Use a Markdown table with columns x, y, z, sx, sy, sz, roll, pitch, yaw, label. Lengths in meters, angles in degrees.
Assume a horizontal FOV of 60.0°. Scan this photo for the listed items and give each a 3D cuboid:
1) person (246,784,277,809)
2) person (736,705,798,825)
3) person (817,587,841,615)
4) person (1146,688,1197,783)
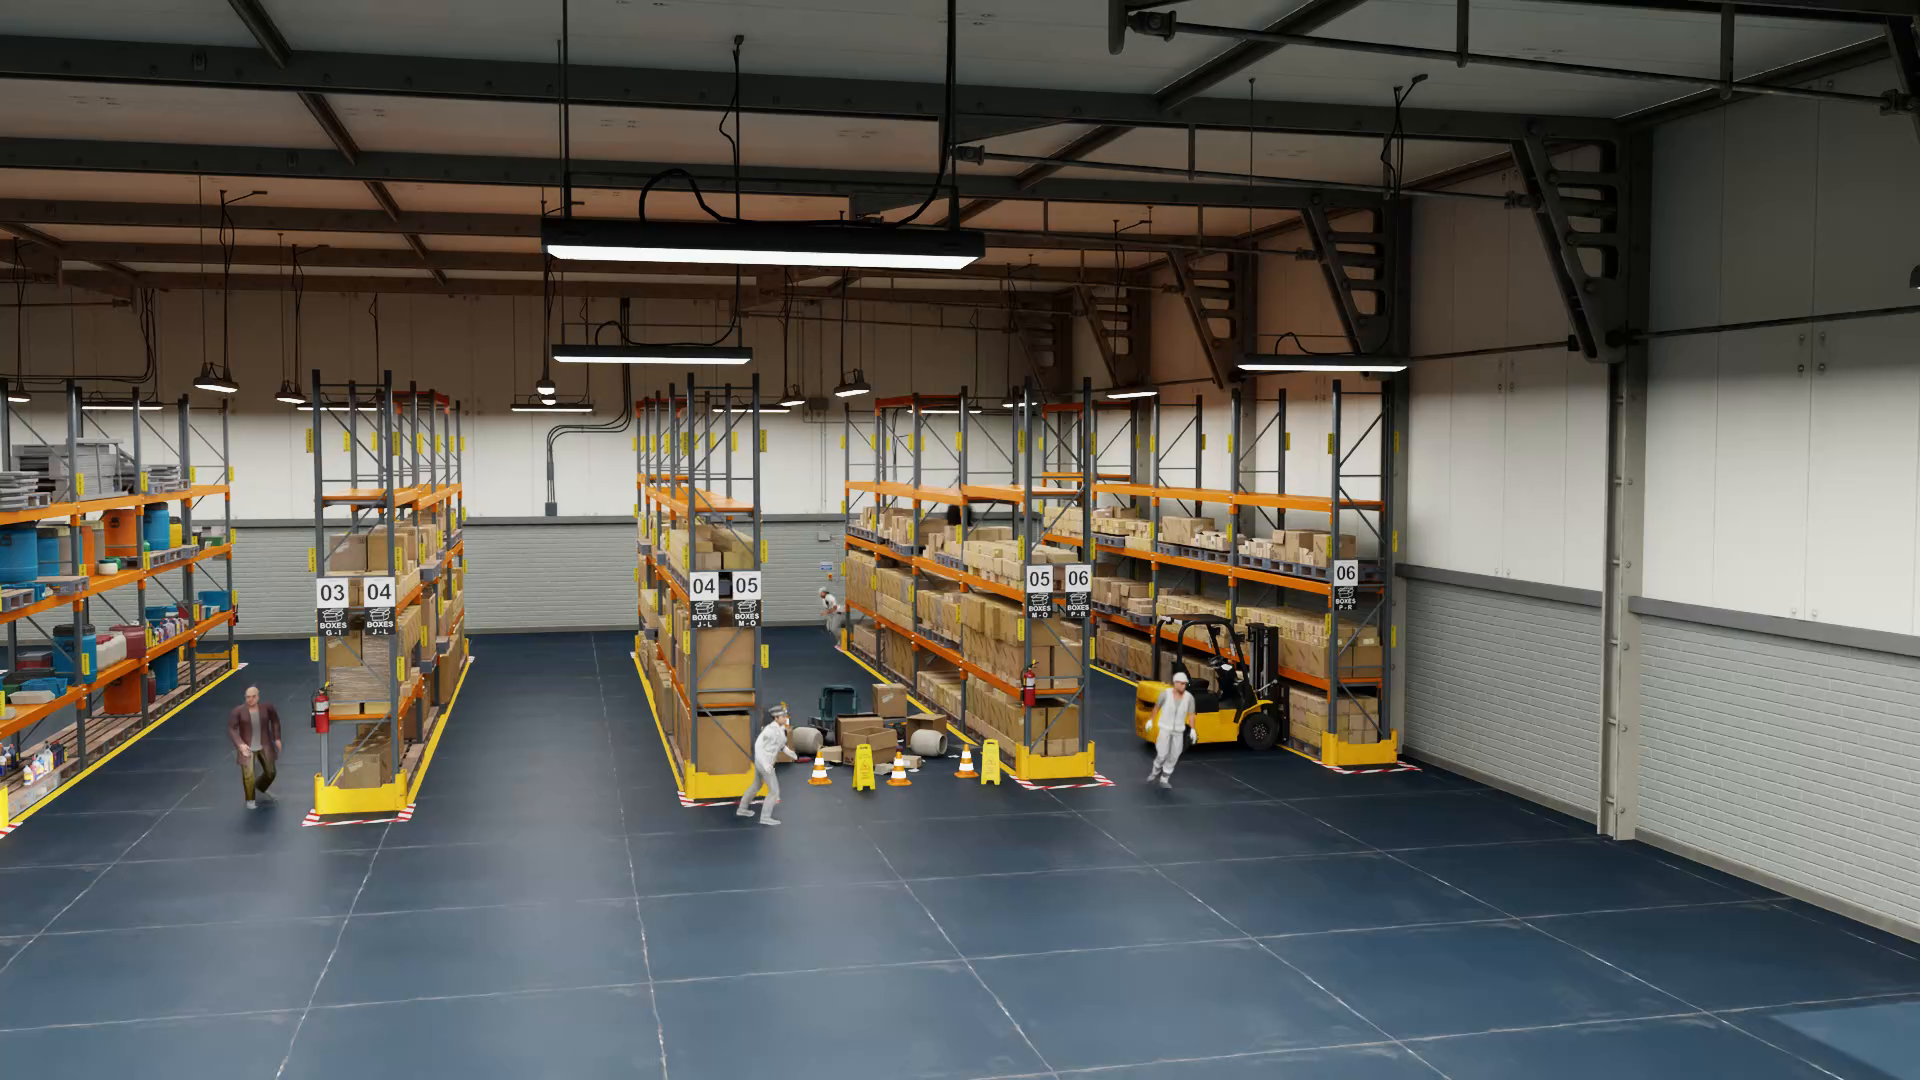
| x | y | z | sx | sy | sz | roll | pitch | yaw | label |
| --- | --- | --- | --- | --- | --- | --- | --- | --- | --- |
| -9.702 | 3.521 | 23.082 | 0.412 | 0.346 | 0.476 | -2 | 4 | -29 | person |
| -2.561 | 2.947 | 21.949 | 0.847 | 1.603 | 0.582 | 0 | 3 | 5 | person |
| -3.274 | 1.515 | 41.225 | 0.632 | 0.730 | 0.632 | -2 | 4 | -29 | person |
| 3.057 | 2.826 | 24.011 | 0.660 | 1.459 | 0.549 | -1 | 3 | -9 | person |
